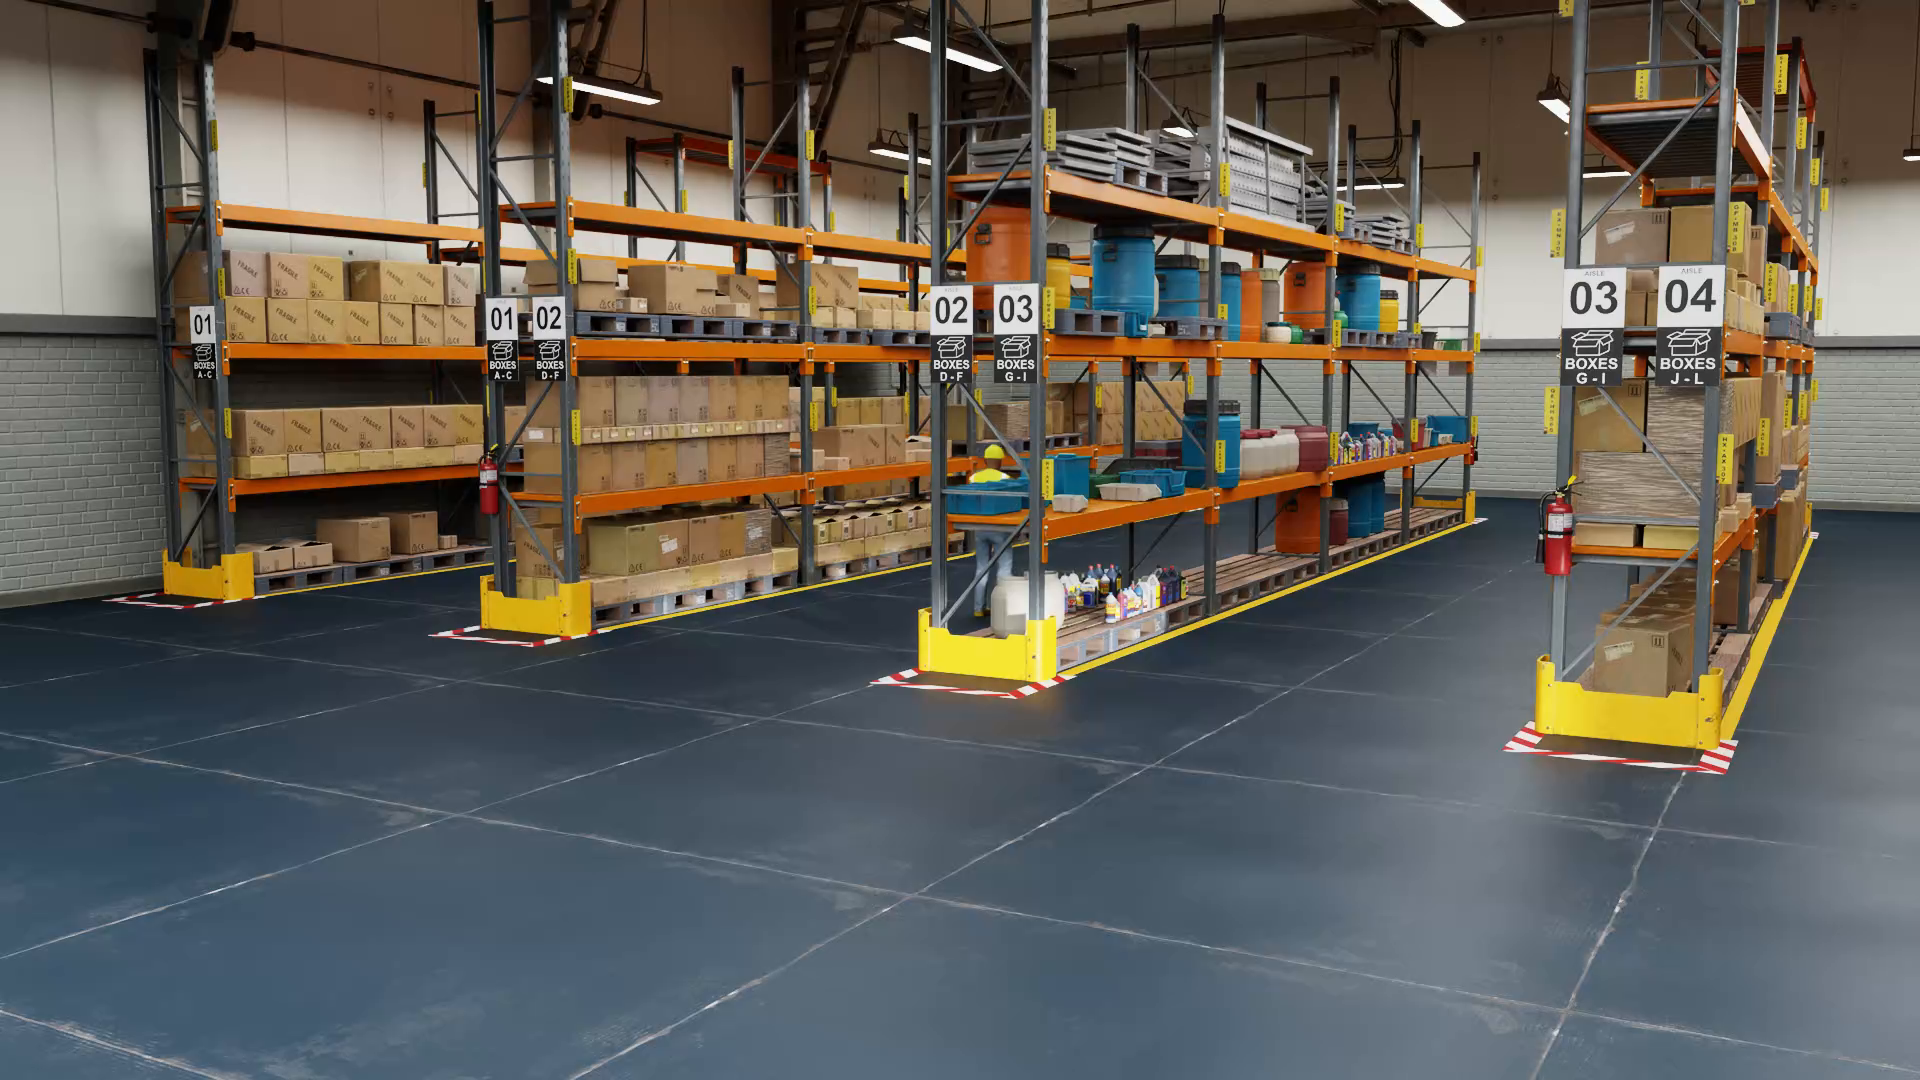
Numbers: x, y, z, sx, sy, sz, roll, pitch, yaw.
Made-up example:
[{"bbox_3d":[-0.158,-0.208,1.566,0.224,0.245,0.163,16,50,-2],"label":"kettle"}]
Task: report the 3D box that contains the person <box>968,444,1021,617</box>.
[{"bbox_3d":[0.367,-0.101,17.039,0.504,1.758,0.581,3,7,28],"label":"person"}]
